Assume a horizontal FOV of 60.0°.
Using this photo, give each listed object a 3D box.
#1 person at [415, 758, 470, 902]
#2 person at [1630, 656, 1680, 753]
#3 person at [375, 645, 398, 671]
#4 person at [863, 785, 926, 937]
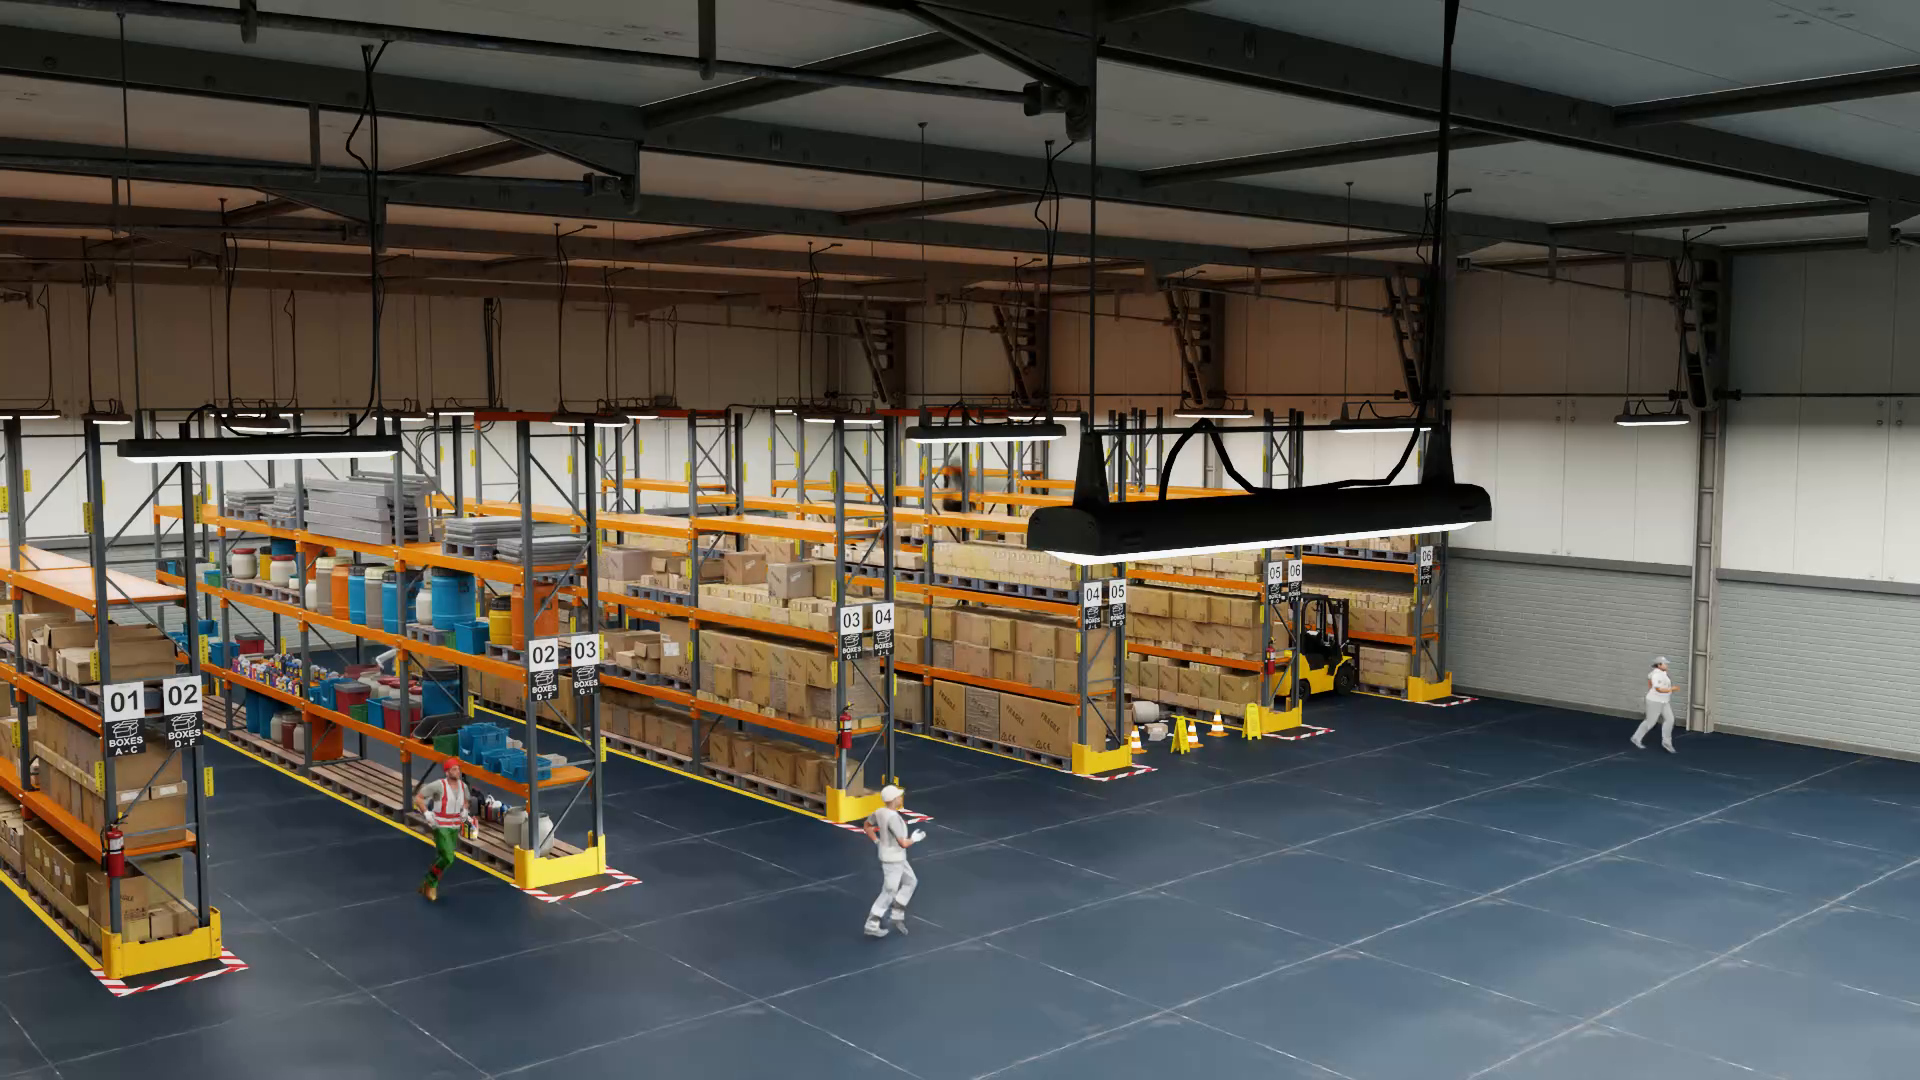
[{"bbox_3d":[-6.458,3.620,20.935,0.628,1.758,0.659,3,6,31],"label":"person"},{"bbox_3d":[12.334,2.918,29.463,0.795,1.738,0.595,4,6,37],"label":"person"},{"bbox_3d":[-12.990,2.183,37.934,0.680,1.643,0.595,-2,5,-19],"label":"person"},{"bbox_3d":[-0.767,3.743,19.323,0.743,1.824,0.640,-1,5,-14],"label":"person"}]
